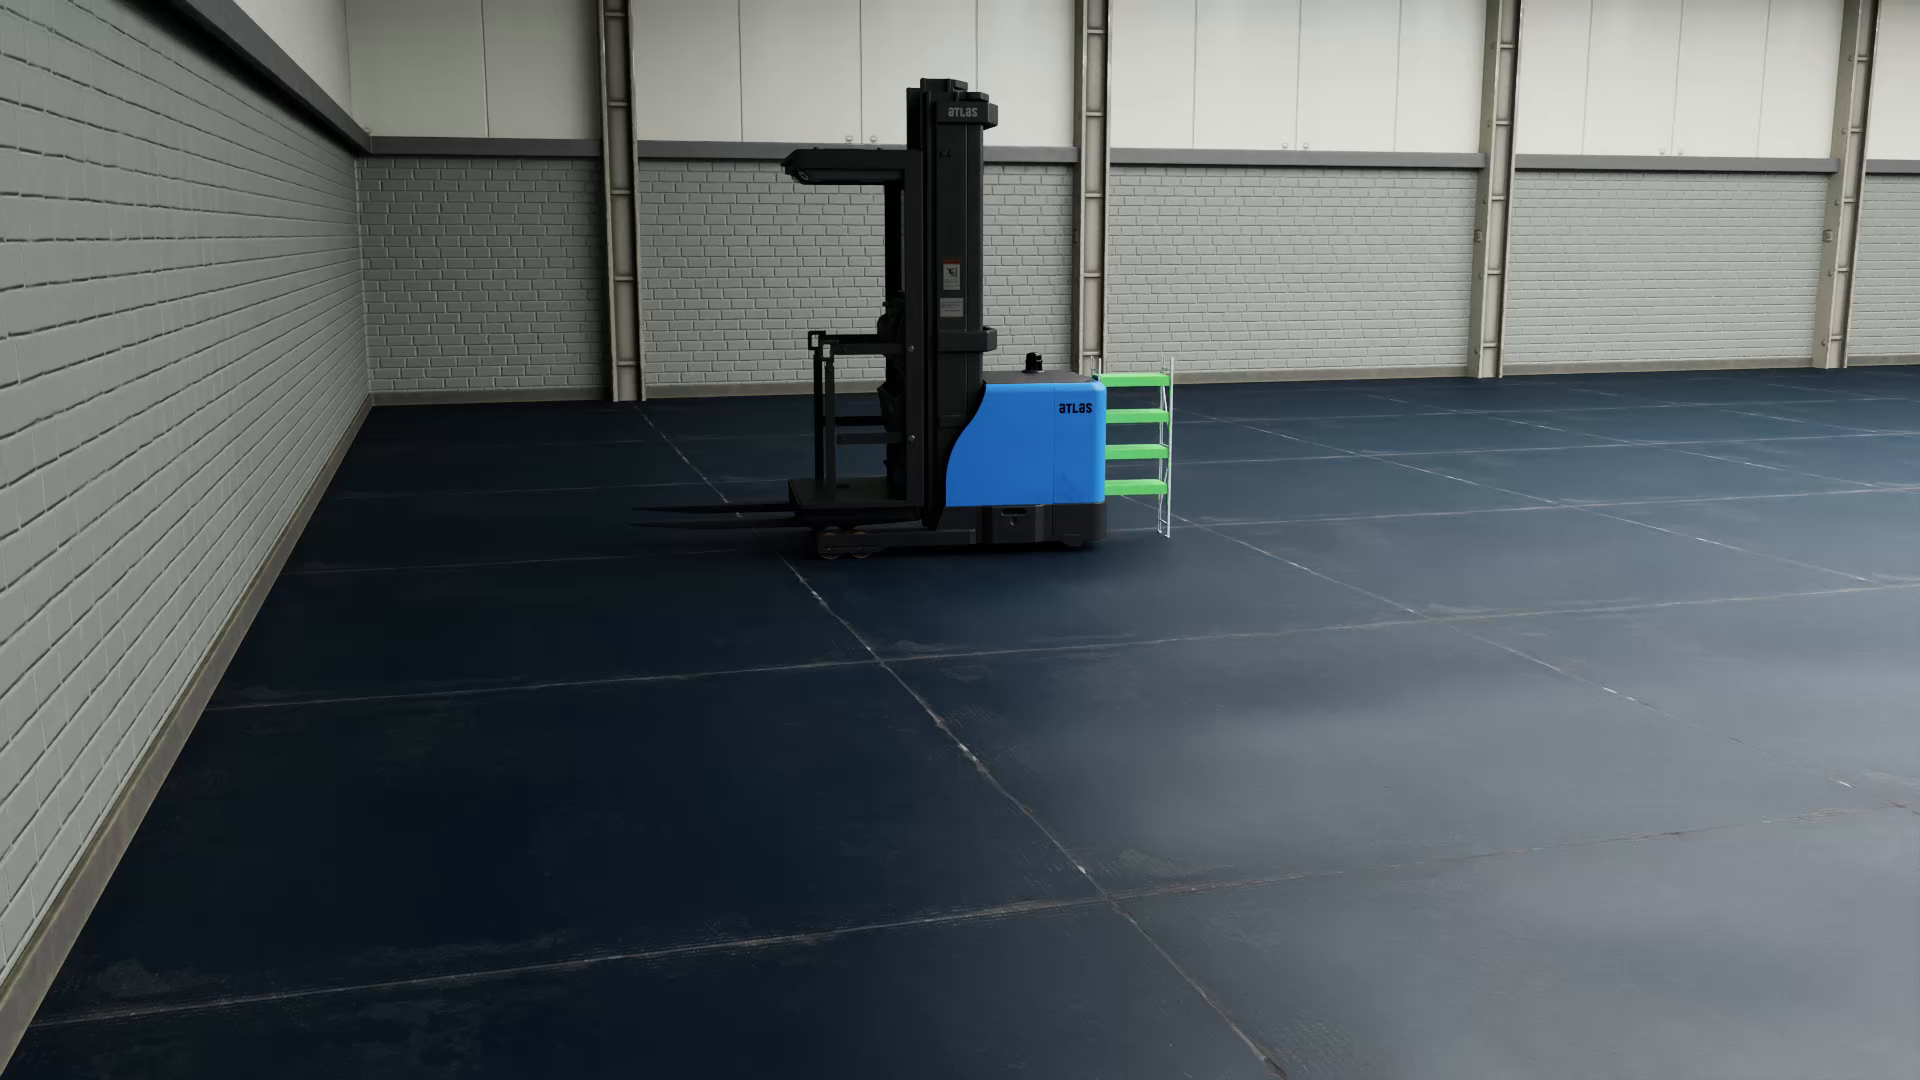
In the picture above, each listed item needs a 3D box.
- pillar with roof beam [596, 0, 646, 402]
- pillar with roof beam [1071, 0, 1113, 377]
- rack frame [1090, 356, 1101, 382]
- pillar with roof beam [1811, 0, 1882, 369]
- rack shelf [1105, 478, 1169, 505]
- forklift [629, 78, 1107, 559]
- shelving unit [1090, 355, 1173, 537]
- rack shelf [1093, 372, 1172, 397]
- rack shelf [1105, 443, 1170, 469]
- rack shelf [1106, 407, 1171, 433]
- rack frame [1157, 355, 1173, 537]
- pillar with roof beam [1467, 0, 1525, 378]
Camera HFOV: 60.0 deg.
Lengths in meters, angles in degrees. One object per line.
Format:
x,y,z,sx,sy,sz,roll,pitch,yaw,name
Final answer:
-2.858,-5.393,15.487,0.400,9.000,9.100,-3,11,-16,pillar with roof beam
2.903,-5.697,17.136,0.400,9.000,9.100,-3,11,-16,pillar with roof beam
0.895,-0.615,11.071,0.015,1.200,0.240,-2,11,-9,rack frame
14.424,-6.304,20.435,0.400,9.000,9.100,-3,11,-16,pillar with roof beam
1.136,-0.323,11.164,0.480,0.148,0.258,-2,11,-9,rack shelf
-0.618,-1.424,10.685,3.031,2.935,1.130,-2,11,-9,forklift
1.136,-0.622,11.109,0.503,1.200,0.258,-2,11,-9,shelving unit
1.136,-1.031,11.034,0.480,0.148,0.258,-2,11,-9,rack shelf
1.136,-0.559,11.120,0.480,0.148,0.258,-2,11,-9,rack shelf
1.136,-0.795,11.077,0.480,0.148,0.258,-2,11,-9,rack shelf
1.377,-0.629,11.147,0.015,1.200,0.240,-2,11,-9,rack frame
8.664,-6.000,18.786,0.400,9.000,9.100,-3,11,-16,pillar with roof beam
